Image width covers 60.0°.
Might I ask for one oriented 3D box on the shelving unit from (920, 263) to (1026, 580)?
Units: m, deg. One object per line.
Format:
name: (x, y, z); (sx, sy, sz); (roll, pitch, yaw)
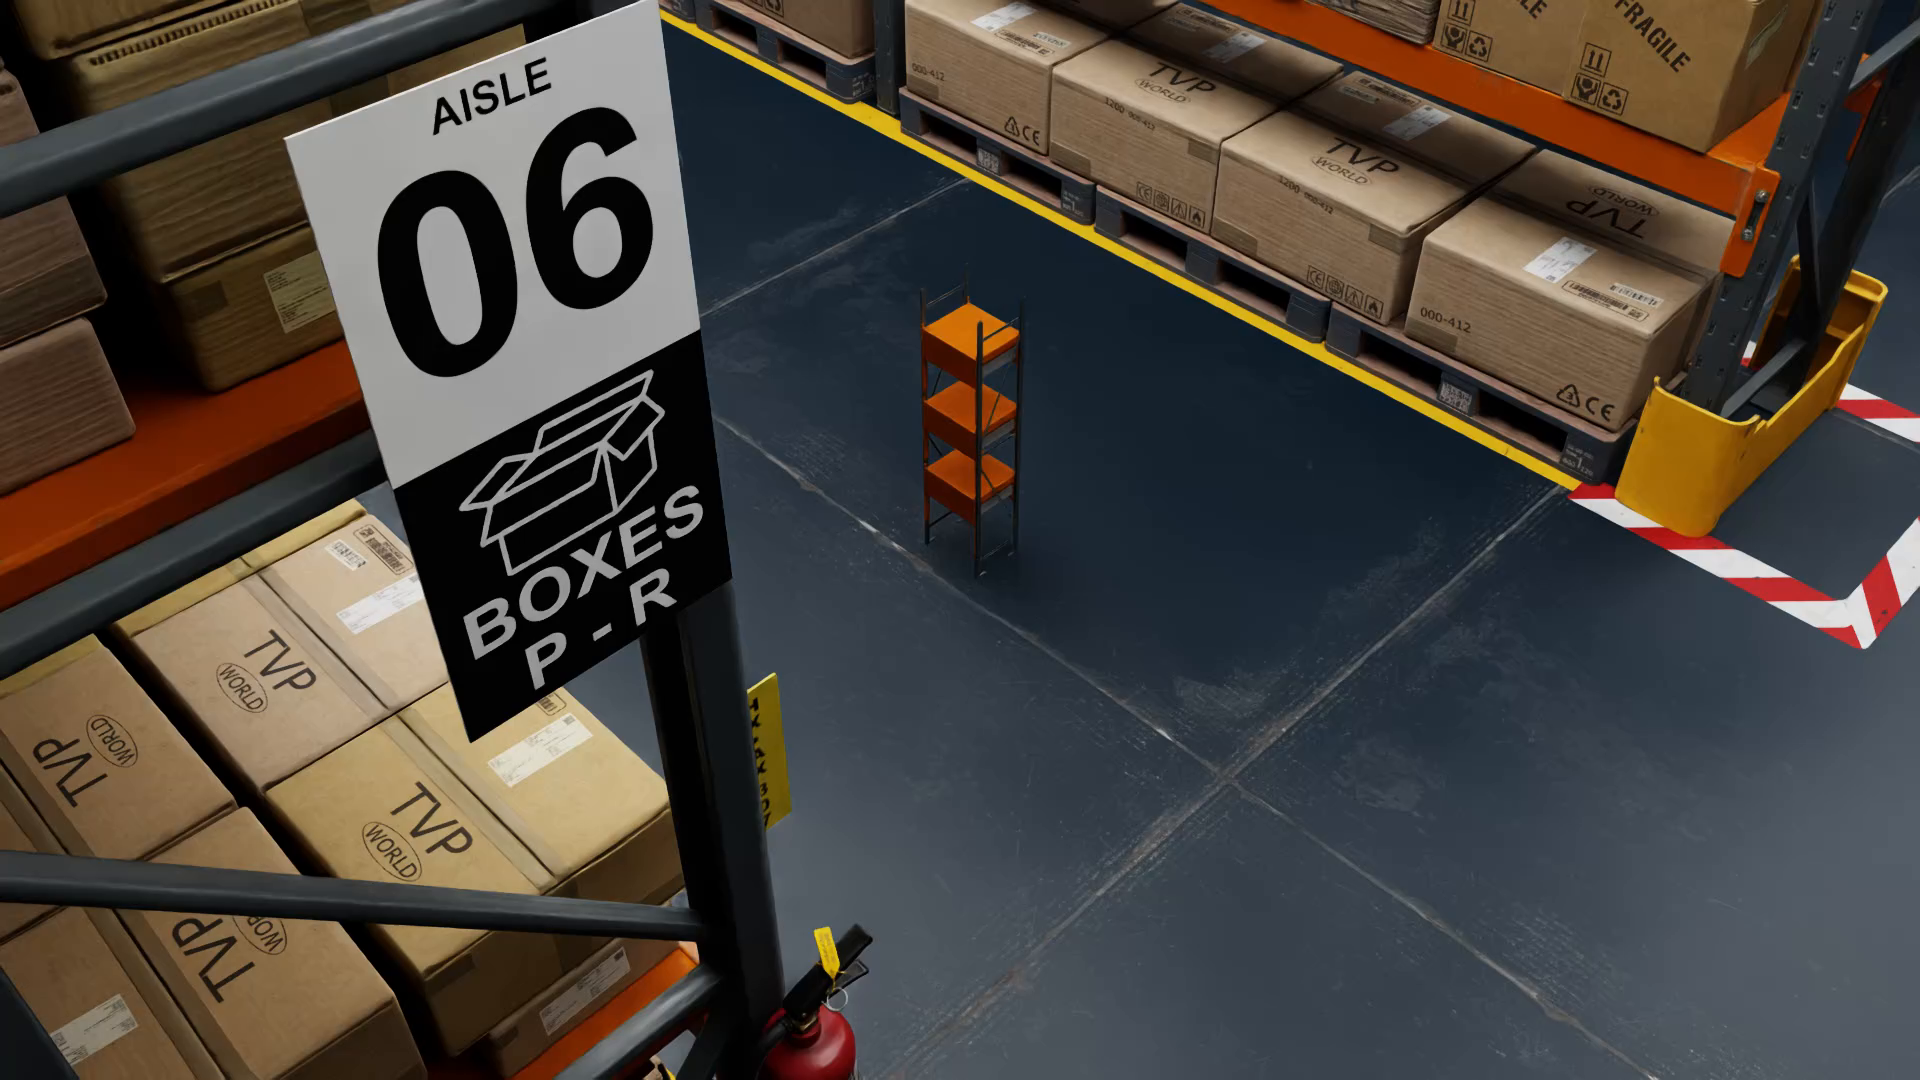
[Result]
shelving unit: (0.038, -0.360, 5.366); (0.215, 1.050, 0.252); (-34, 53, -31)

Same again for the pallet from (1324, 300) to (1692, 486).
pallet: (2.201, -0.786, 6.446); (1.003, 0.211, 1.213); (-34, 53, -31)

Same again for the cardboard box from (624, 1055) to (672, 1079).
cardboard box: (-1.056, 1.340, 3.620); (0.637, 0.503, 0.797); (32, 52, 30)

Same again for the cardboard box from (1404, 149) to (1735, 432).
cardboard box: (2.284, -0.946, 6.142); (0.875, 0.438, 0.875); (32, 52, 30)

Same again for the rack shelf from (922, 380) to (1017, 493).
rack shelf: (0.038, -0.352, 5.373); (0.215, 0.259, 0.240); (-34, 53, -31)

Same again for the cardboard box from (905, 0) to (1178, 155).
cardboard box: (0.363, -2.246, 7.549); (0.875, 0.438, 0.875); (33, 52, 31)

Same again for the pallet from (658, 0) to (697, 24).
pallet: (-1.468, -3.283, 9.147); (1.003, 0.211, 1.213); (-34, 53, -31)

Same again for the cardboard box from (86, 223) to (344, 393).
cardboard box: (-0.751, -0.357, 1.901); (0.380, 0.149, 0.250); (-33, 52, -30)

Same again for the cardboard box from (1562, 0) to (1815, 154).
cardboard box: (2.293, -1.606, 5.204); (0.500, 0.500, 0.500); (-34, 52, -31)

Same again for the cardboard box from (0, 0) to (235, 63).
cardboard box: (-0.826, -0.756, 1.671); (0.500, 0.250, 0.500); (34, 52, 31)

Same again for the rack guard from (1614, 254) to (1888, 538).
rack guard: (2.838, -0.534, 5.960); (1.175, 0.500, 0.348); (-34, 53, -31)

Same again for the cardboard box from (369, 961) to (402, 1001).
cardboard box: (-0.941, 0.620, 3.054); (0.380, 0.149, 0.250); (-33, 52, -30)

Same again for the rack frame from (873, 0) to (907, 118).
rack frame: (-0.004, -3.386, 7.204); (1.000, 3.000, 0.127); (-34, 53, -31)

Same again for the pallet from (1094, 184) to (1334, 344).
pallet: (1.343, -1.373, 7.080); (1.003, 0.211, 1.213); (-34, 53, -31)

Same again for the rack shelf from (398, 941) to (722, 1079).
rack shelf: (-2.103, 0.220, 3.832); (1.077, 0.370, 4.000); (-34, 53, -31)

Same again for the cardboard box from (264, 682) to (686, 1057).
cardboard box: (-0.821, 0.515, 2.873); (0.500, 0.250, 0.500); (-34, 52, -31)

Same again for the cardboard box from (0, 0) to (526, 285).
cardboard box: (-0.811, -0.583, 1.852); (0.500, 0.250, 0.500); (34, 52, 31)

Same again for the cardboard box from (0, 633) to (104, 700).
cardboard box: (-1.913, 0.280, 3.128); (0.500, 0.250, 0.500); (-32, 52, -30)

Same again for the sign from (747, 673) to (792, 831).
sign: (-0.307, 0.339, 2.535); (0.100, 0.325, 0.005); (-34, 53, -31)

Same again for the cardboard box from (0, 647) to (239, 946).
cardboard box: (-1.567, 0.520, 2.868); (0.500, 0.250, 0.500); (-34, 52, -31)

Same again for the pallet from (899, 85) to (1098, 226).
pallet: (0.478, -1.959, 7.714); (1.003, 0.211, 1.213); (-34, 53, -31)

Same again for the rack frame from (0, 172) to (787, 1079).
rack frame: (-0.691, 0.917, 2.548); (1.000, 3.000, 0.127); (-34, 53, -31)

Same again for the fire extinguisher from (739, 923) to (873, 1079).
fire extinguisher: (-0.260, 0.931, 2.864); (0.296, 0.674, 0.183); (-34, 53, -31)

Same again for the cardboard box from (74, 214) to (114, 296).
cardboard box: (-0.955, -0.471, 2.024); (0.380, 0.149, 0.250); (-33, 52, -31)

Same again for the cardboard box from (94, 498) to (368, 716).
cardboard box: (-1.537, 0.031, 3.397); (0.500, 0.250, 0.500); (33, 52, 31)

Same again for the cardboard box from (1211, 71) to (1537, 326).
cardboard box: (1.632, -1.382, 6.614); (0.875, 0.438, 0.875); (-33, 52, -30)

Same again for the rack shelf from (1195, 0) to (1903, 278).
rack shelf: (1.408, -2.161, 6.408); (1.077, 0.370, 4.000); (-34, 53, -31)

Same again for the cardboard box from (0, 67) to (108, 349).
cardboard box: (-1.198, -0.322, 1.570); (0.500, 0.250, 0.500); (33, 52, 31)

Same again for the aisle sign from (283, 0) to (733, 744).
aisle sign: (-0.435, -0.146, 1.782); (0.394, 0.787, 0.004); (-34, 53, -31)

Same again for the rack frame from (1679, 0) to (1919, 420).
rack frame: (2.821, -1.464, 5.124); (1.000, 3.000, 0.127); (-34, 53, -31)

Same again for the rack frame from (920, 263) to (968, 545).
rack frame: (-0.048, -0.419, 5.429); (0.200, 1.050, 0.008); (-34, 53, -31)

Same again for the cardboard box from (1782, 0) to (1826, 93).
cardboard box: (2.685, -1.869, 5.489); (0.500, 0.500, 0.500); (34, 52, 31)

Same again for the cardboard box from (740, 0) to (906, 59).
cardboard box: (-0.498, -3.019, 8.064); (0.875, 0.875, 0.875); (-32, 52, -30)

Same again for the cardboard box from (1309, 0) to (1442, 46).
cardboard box: (1.579, -2.096, 5.735); (0.500, 0.500, 0.500); (-33, 52, -30)

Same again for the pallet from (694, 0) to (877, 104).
pallet: (-0.602, -2.696, 8.513); (1.003, 0.211, 1.213); (-34, 53, -31)

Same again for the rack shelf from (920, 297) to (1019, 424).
rack shelf: (0.038, -0.561, 5.180); (0.215, 0.259, 0.240); (-34, 53, -31)

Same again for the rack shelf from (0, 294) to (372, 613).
rack shelf: (-2.103, -0.882, 2.814); (1.077, 0.370, 4.000); (-34, 53, -31)

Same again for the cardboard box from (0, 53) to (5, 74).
cardboard box: (-1.202, -0.502, 1.396); (0.500, 0.250, 0.500); (33, 52, 30)

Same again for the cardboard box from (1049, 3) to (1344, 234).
cardboard box: (0.996, -1.816, 7.084); (0.875, 0.438, 0.875); (33, 52, 30)

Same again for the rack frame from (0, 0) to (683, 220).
rack frame: (-0.691, -1.287, 0.512); (1.000, 3.000, 0.127); (-34, 53, -31)

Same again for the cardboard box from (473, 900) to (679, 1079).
cardboard box: (-0.729, 0.720, 2.946); (0.250, 0.149, 0.380); (34, 52, 31)

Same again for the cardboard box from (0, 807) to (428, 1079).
cardboard box: (-1.204, 0.769, 2.599); (0.500, 0.250, 0.500); (-33, 52, -30)

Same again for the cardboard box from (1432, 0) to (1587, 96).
cardboard box: (1.949, -1.854, 5.472); (0.500, 0.500, 0.500); (33, 52, 31)

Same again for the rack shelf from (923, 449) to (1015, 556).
rack shelf: (0.038, -0.148, 5.562); (0.215, 0.259, 0.240); (-34, 53, -31)

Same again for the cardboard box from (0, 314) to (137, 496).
cardboard box: (-1.081, -0.136, 1.661); (0.380, 0.149, 0.250); (-33, 52, -30)

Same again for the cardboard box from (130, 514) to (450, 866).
cardboard box: (-1.177, 0.273, 3.135); (0.500, 0.250, 0.500); (-34, 52, -31)

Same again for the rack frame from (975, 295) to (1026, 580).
rack frame: (0.124, -0.301, 5.302); (0.200, 1.050, 0.008); (-34, 53, -31)
